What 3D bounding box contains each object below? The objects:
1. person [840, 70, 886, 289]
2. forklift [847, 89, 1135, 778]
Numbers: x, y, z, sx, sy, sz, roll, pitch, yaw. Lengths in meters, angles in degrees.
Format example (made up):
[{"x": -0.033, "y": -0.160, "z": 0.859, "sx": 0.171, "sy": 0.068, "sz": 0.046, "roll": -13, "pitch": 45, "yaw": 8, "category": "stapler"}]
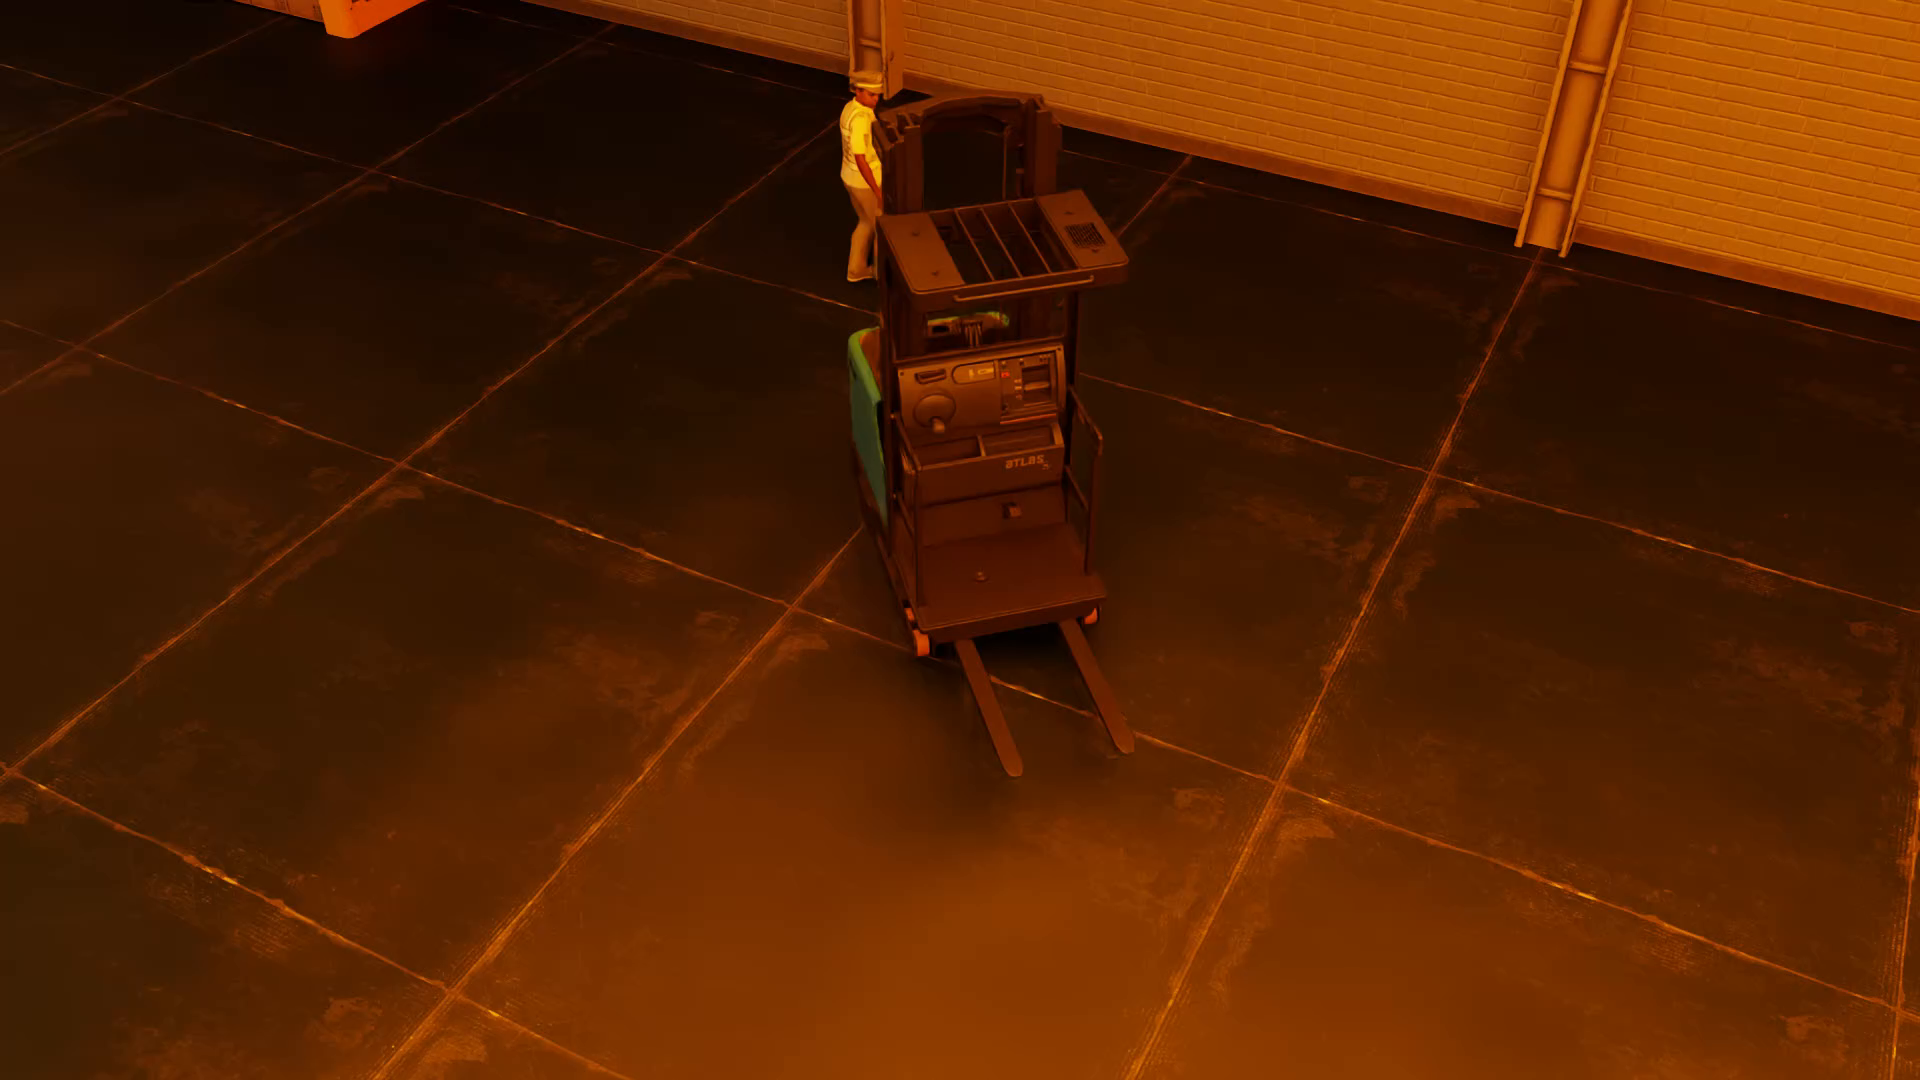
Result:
[{"x": -0.624, "y": -2.615, "z": 12.087, "sx": 0.470, "sy": 1.653, "sz": 0.657, "roll": -15, "pitch": 42, "yaw": -17, "category": "person"}, {"x": 0.182, "y": -0.738, "z": 8.863, "sx": 1.130, "sy": 2.935, "sz": 3.031, "roll": -10, "pitch": 41, "yaw": -12, "category": "forklift"}]
